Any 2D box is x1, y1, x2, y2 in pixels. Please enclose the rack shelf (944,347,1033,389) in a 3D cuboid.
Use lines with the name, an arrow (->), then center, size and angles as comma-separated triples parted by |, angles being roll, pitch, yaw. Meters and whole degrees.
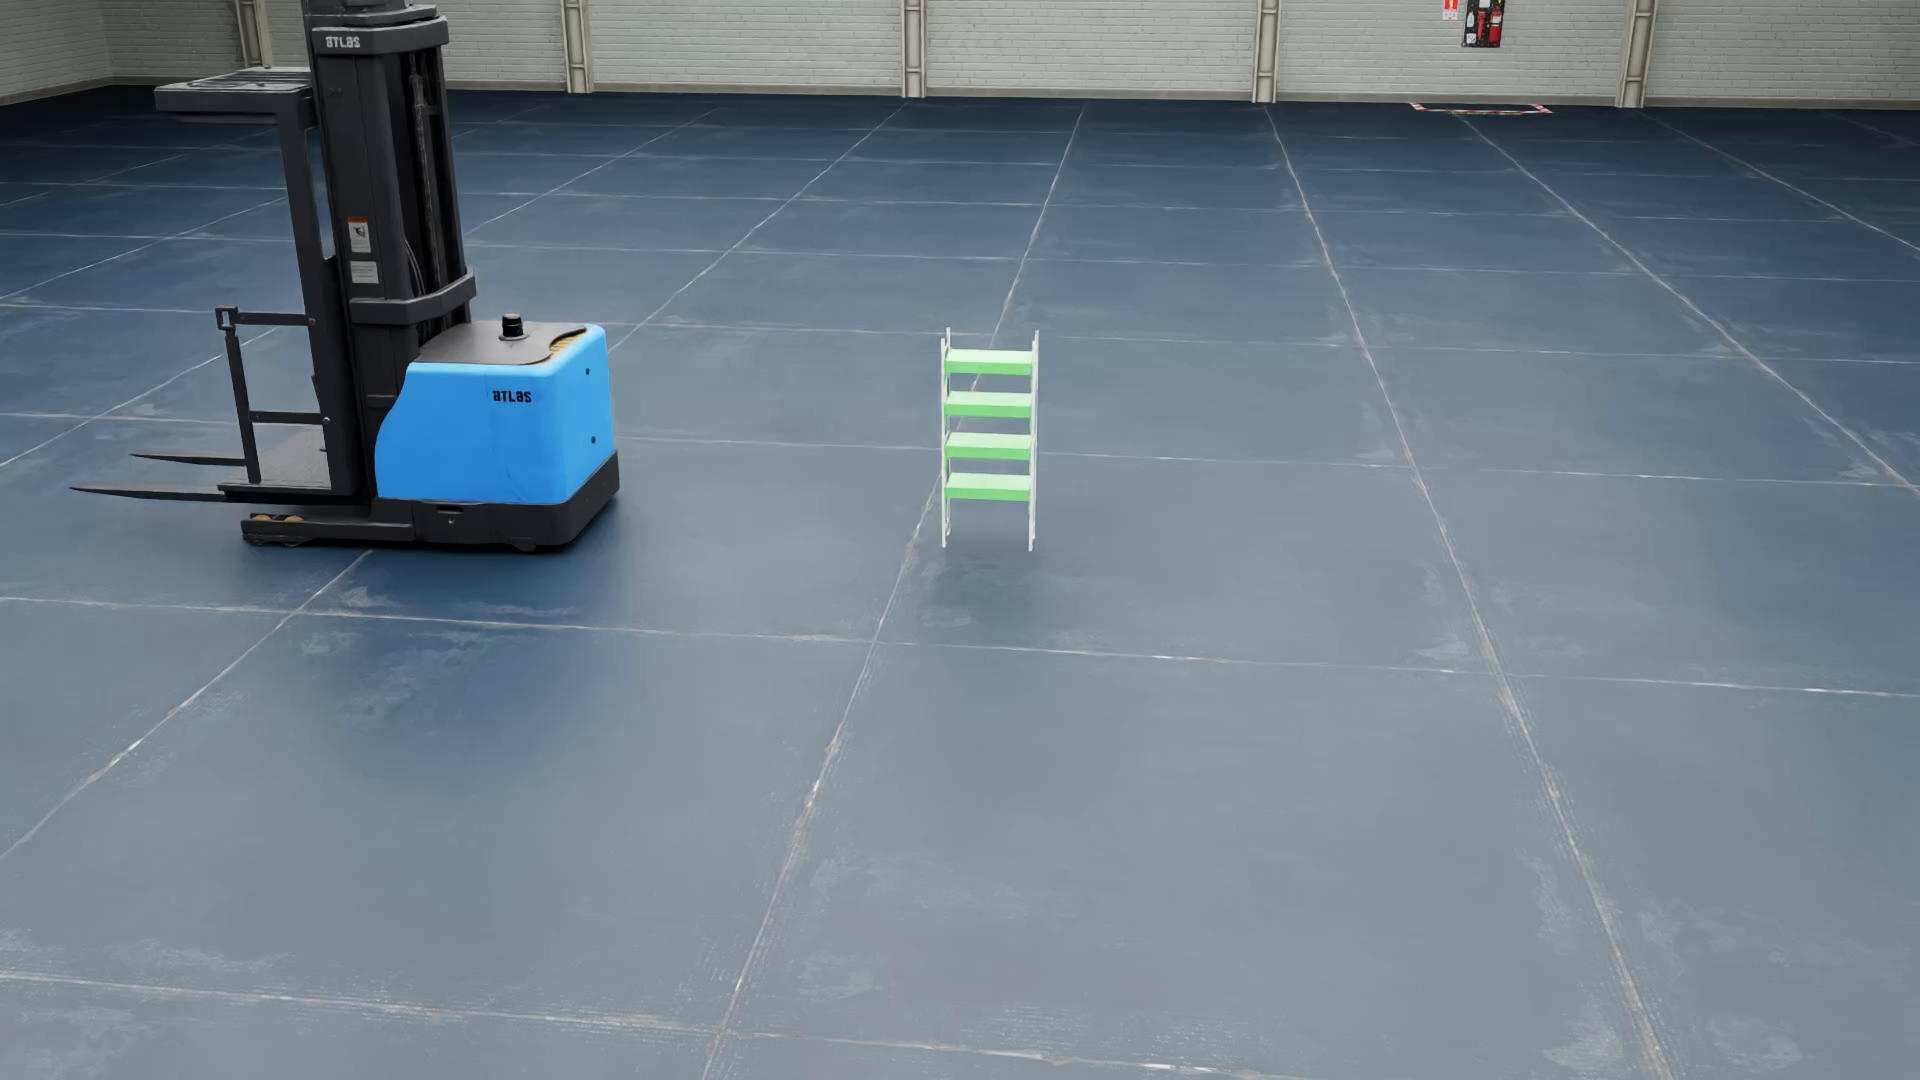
rack shelf -> 0.164, -0.938, 9.048 | 0.480, 0.148, 0.258 | 2, 22, 6

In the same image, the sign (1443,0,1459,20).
sign -> 8.138, -8.803, 27.577 | 0.234, 0.329, 0.001 | 2, 22, 6

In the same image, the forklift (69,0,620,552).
forklift -> -3.606, -1.517, 9.290 | 3.031, 2.935, 1.130 | 2, 22, 6

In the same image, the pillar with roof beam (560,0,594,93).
pillar with roof beam -> -7.257, -10.601, 24.013 | 0.400, 9.000, 9.100 | 2, 22, 6

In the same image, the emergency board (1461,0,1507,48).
emergency board -> 8.675, -8.724, 27.428 | 0.643, 1.169, 0.194 | 2, 22, 6

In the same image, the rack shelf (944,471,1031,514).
rack shelf -> 0.164, -0.268, 9.313 | 0.480, 0.148, 0.258 | 2, 22, 6

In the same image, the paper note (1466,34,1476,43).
paper note -> 8.508, -8.348, 27.673 | 0.142, 0.148, 0.016 | 2, 22, 6

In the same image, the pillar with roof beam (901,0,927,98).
pillar with roof beam -> -1.299, -10.341, 23.357 | 0.400, 9.000, 9.100 | 2, 22, 6

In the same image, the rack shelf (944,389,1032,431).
rack shelf -> 0.164, -0.715, 9.136 | 0.480, 0.148, 0.258 | 2, 22, 6

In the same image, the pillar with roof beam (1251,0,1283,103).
pillar with roof beam -> 4.660, -10.081, 22.700 | 0.400, 9.000, 9.100 | 2, 22, 6

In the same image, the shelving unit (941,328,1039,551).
shelving unit -> 0.164, -0.551, 9.201 | 0.503, 1.200, 0.258 | 2, 22, 6

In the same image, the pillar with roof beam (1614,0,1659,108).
pillar with roof beam -> 10.618, -9.822, 22.044 | 0.400, 9.000, 9.100 | 2, 22, 6

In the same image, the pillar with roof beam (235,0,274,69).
pillar with roof beam -> -13.215, -10.860, 24.670 | 0.400, 9.000, 9.100 | 2, 22, 6

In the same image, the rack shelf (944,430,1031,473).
rack shelf -> 0.164, -0.491, 9.225 | 0.480, 0.148, 0.258 | 2, 22, 6

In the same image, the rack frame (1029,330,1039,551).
rack frame -> 0.407, -0.540, 9.174 | 0.015, 1.200, 0.240 | 2, 22, 6

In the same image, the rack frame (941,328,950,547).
rack frame -> -0.078, -0.561, 9.228 | 0.015, 1.200, 0.240 | 2, 22, 6
